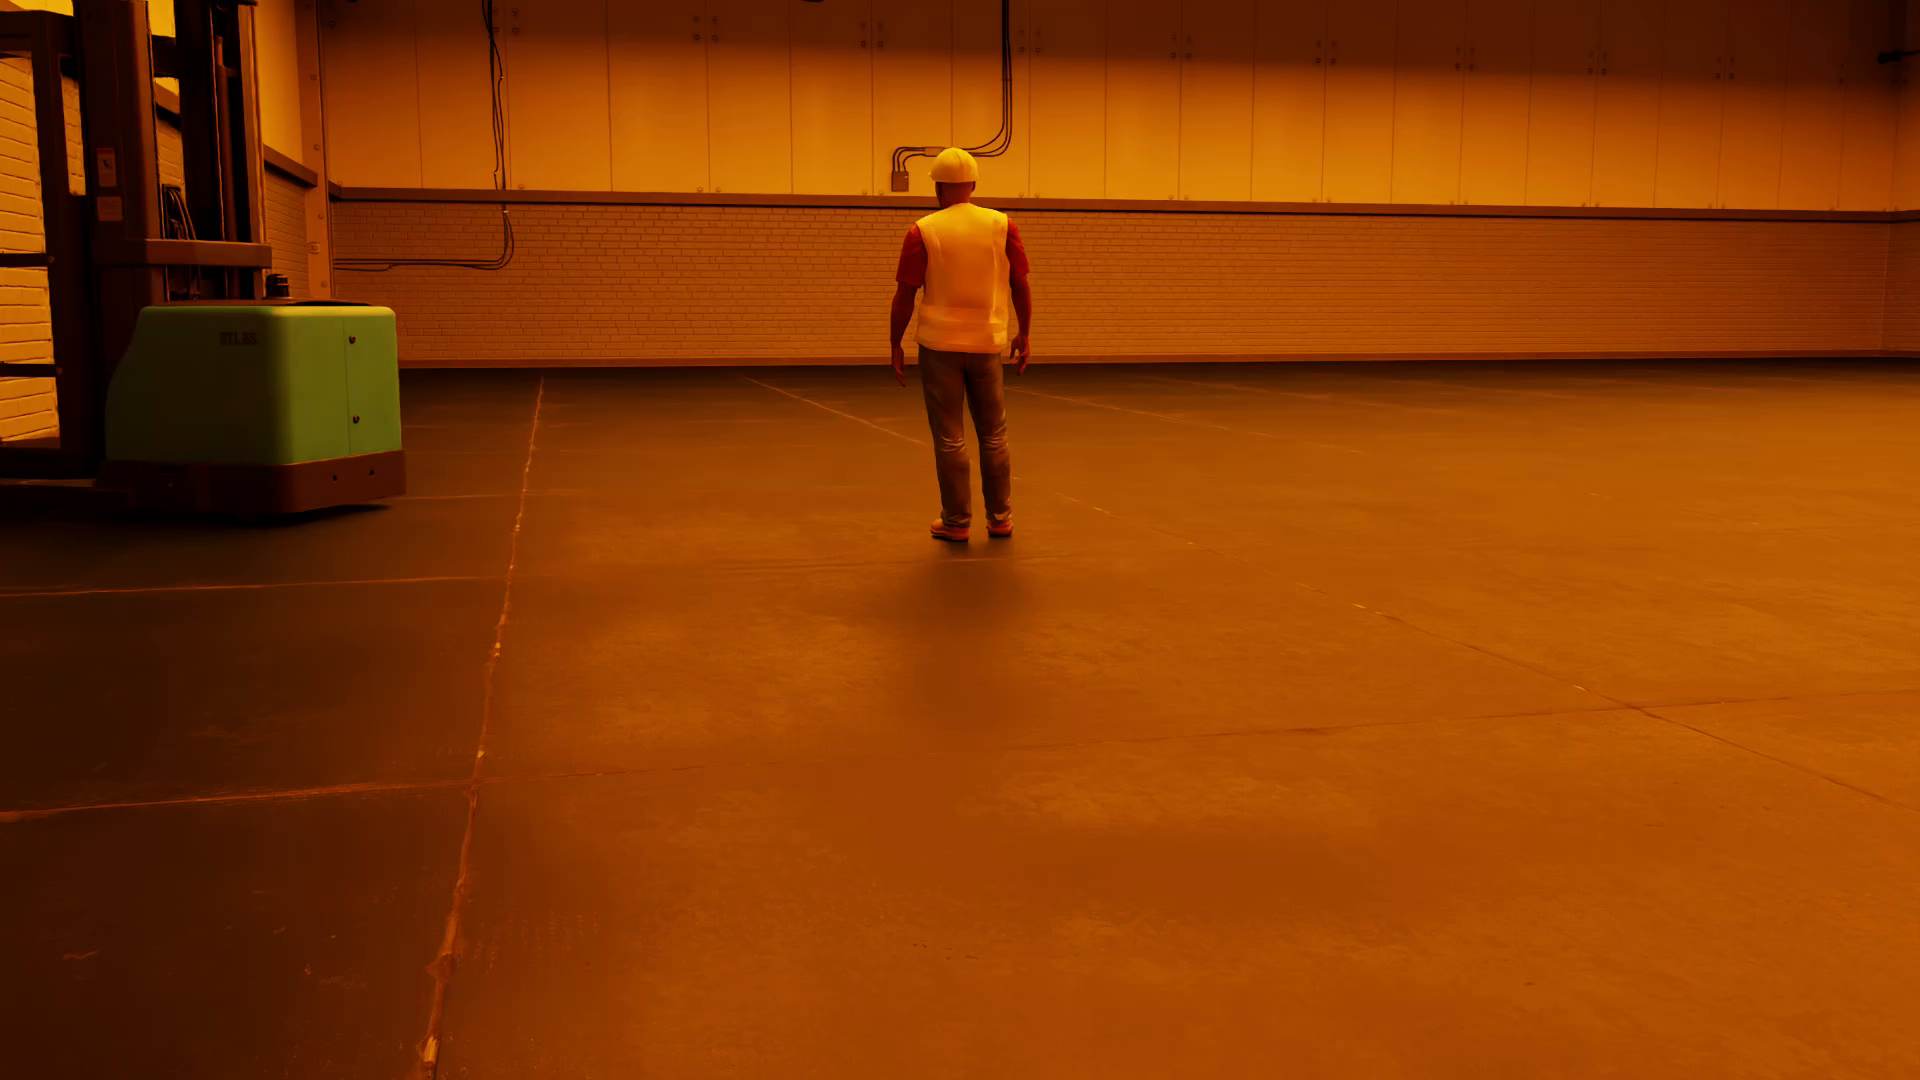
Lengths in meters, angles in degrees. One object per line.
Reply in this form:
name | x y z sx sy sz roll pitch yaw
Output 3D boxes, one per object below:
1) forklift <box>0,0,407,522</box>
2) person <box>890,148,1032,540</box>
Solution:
forklift | -4.570 -1.631 8.788 3.031 2.935 1.130 2 8 16
person | -0.011 -0.892 7.652 0.665 1.768 0.575 -2 8 -13
